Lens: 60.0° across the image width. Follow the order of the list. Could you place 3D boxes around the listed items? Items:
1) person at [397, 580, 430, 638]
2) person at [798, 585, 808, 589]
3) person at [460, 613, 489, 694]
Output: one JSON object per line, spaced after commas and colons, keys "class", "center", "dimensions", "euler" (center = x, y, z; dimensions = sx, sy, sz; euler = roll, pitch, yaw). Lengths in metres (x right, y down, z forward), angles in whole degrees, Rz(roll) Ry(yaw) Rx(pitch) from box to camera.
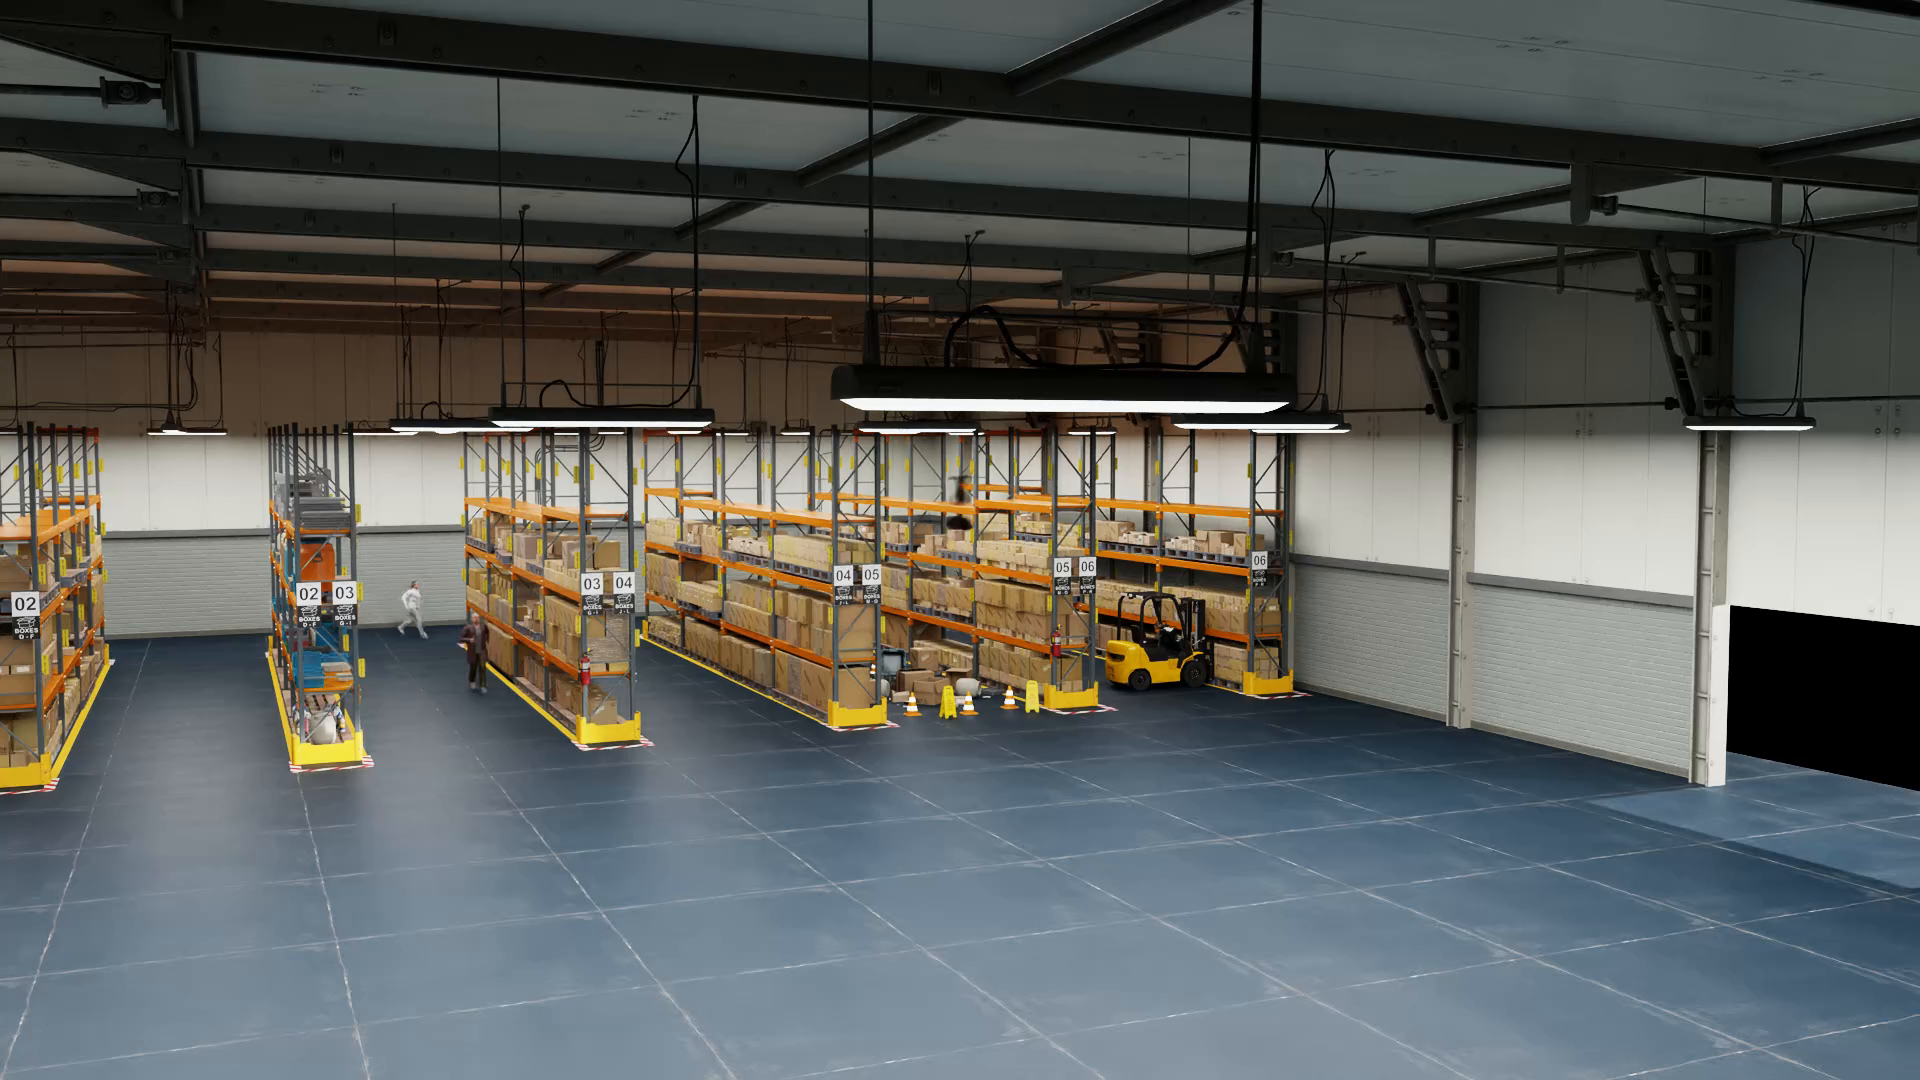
{"class": "person", "center": [-15.691, 1.945, 47.670], "dimensions": [0.966, 1.639, 0.625], "euler": [1, 4, 9]}
{"class": "person", "center": [-4.731, 1.787, 50.775], "dimensions": [0.801, 1.705, 0.669], "euler": [-2, 4, -31]}
{"class": "person", "center": [-10.867, 2.520, 37.358], "dimensions": [0.709, 1.771, 1.034], "euler": [-2, 4, -30]}
